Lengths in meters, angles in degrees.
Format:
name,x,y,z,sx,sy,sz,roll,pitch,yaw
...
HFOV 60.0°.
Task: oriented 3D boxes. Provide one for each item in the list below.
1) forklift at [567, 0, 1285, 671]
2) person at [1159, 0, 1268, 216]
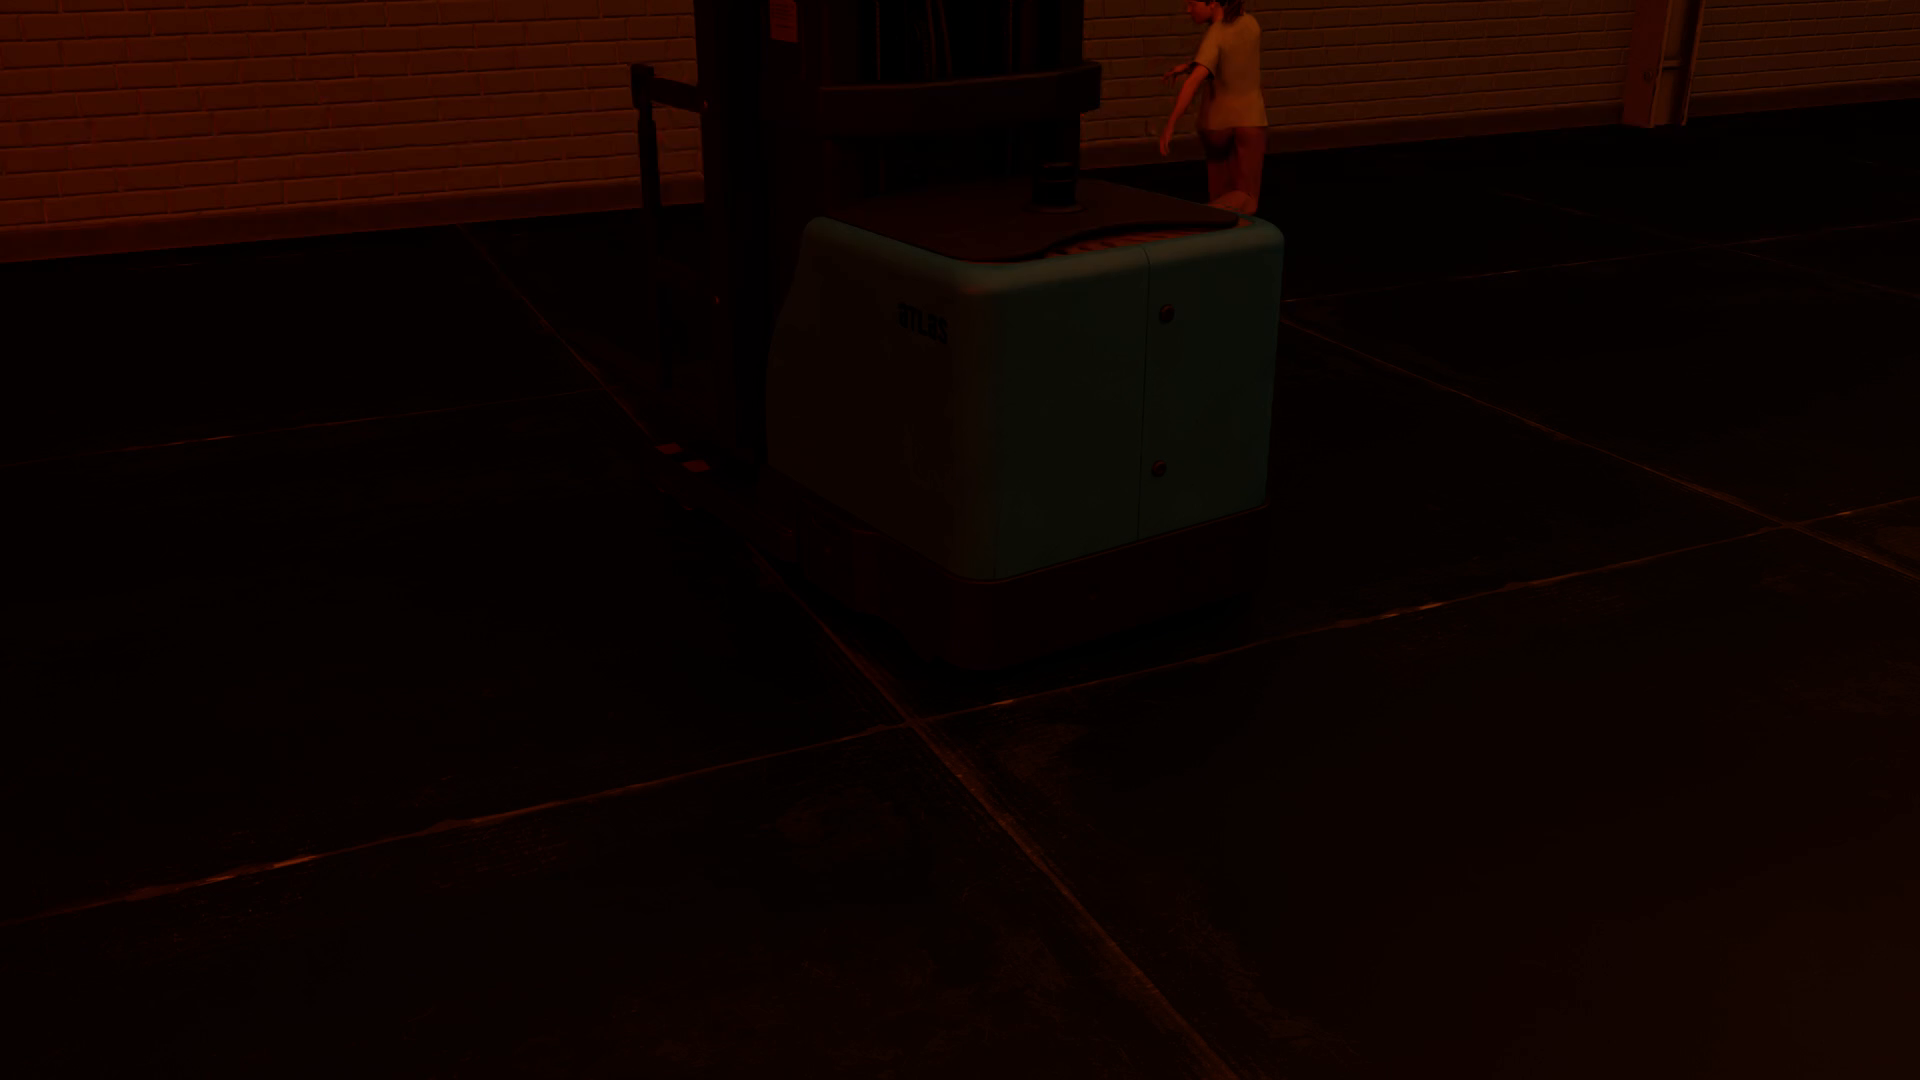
name,x,y,z,sx,sy,sz,roll,pitch,yaw
forklift,-0.393,-1.538,4.989,1.130,2.935,3.031,-15,27,-32
person,1.290,-2.153,8.487,0.574,1.445,0.892,1,23,2
